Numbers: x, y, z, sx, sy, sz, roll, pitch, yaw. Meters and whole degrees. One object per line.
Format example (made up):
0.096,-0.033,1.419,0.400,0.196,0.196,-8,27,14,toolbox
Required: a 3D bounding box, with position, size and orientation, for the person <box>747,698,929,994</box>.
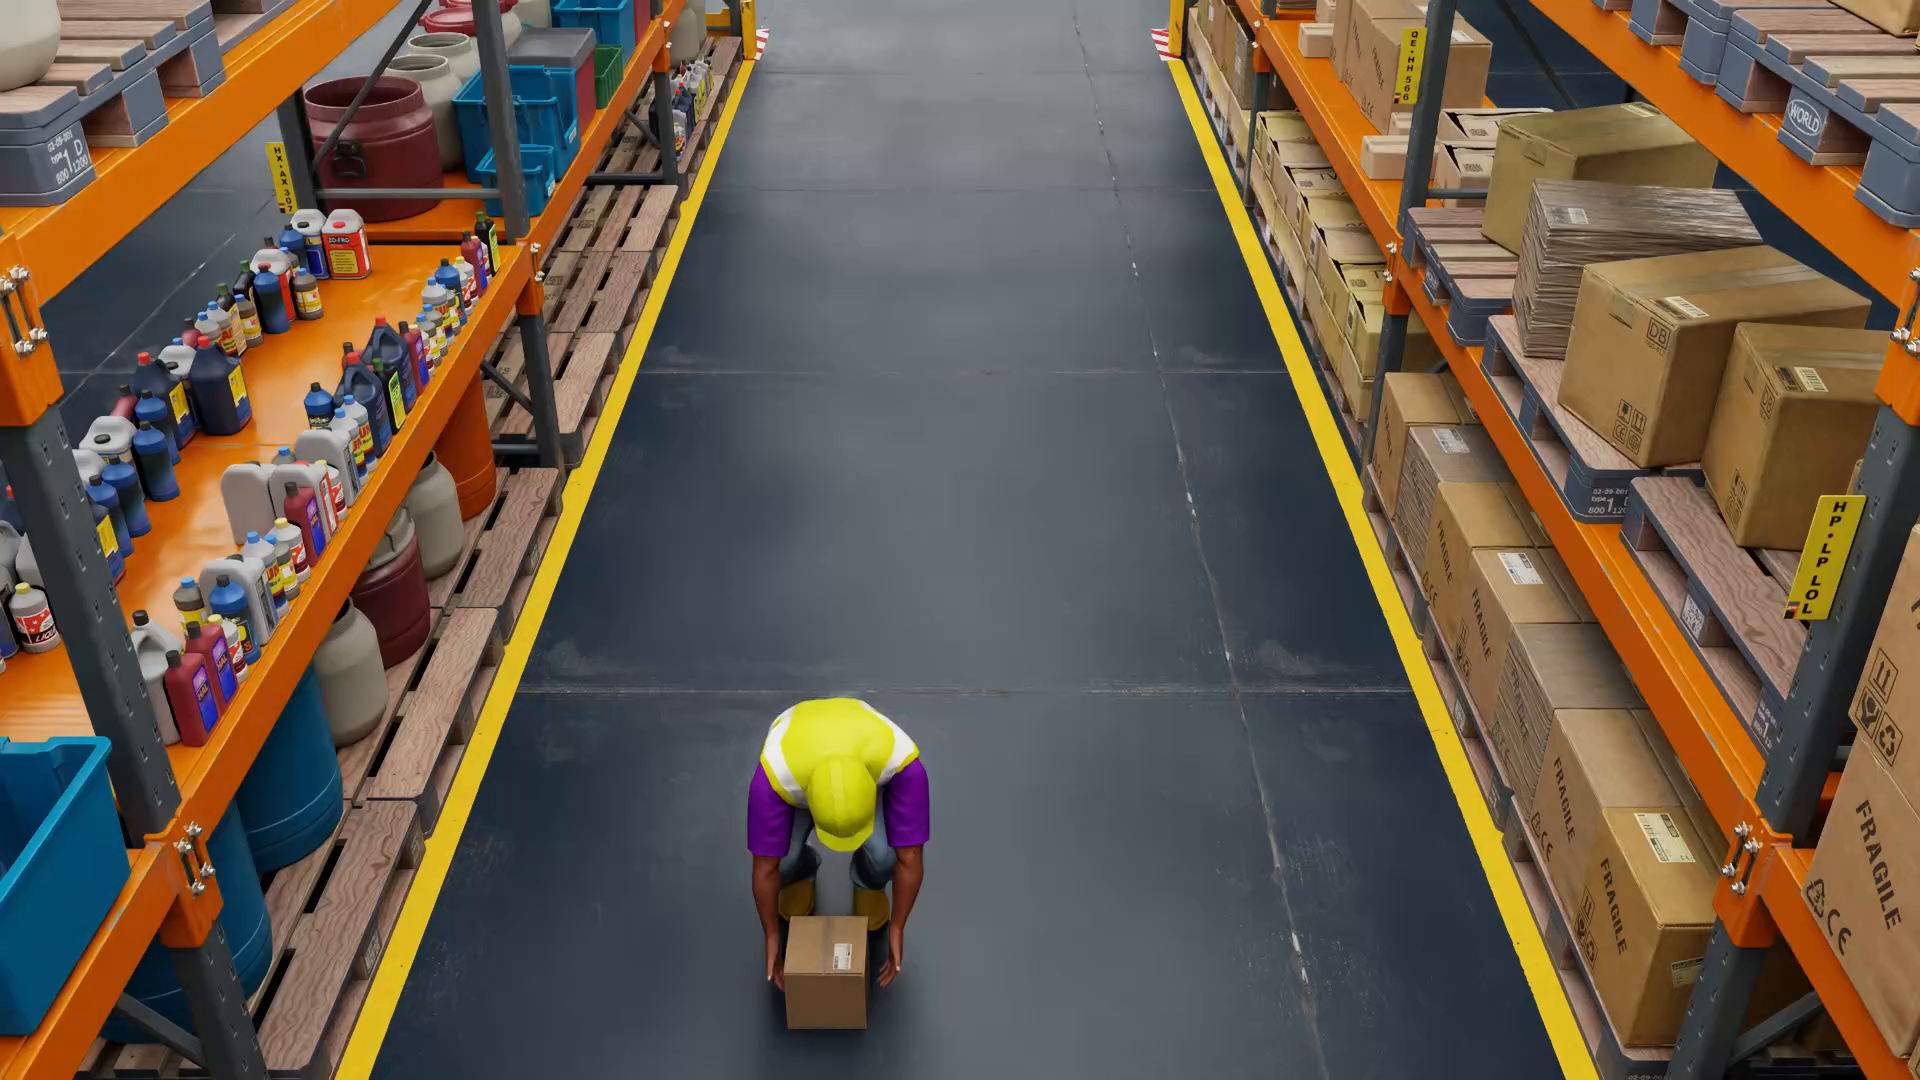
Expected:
-0.385,0.894,5.428,0.575,0.957,0.900,0,31,0,person
